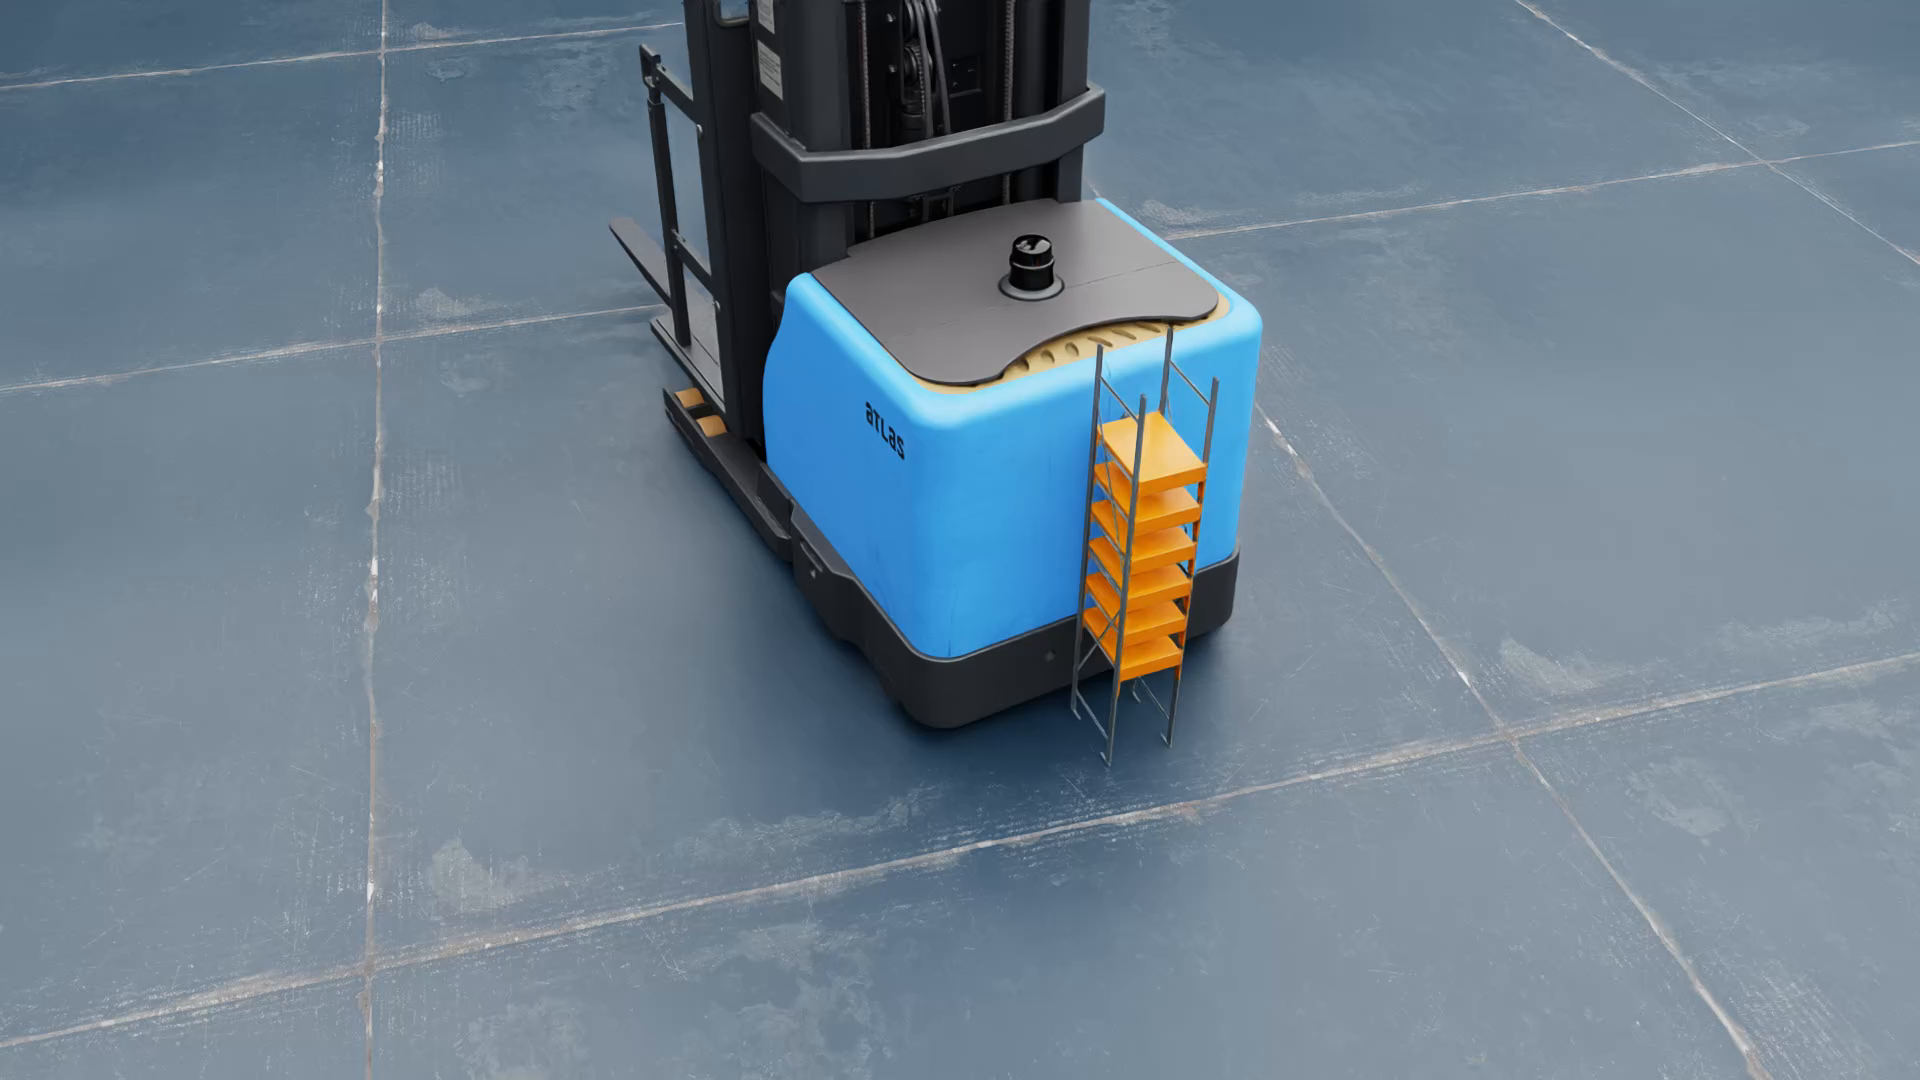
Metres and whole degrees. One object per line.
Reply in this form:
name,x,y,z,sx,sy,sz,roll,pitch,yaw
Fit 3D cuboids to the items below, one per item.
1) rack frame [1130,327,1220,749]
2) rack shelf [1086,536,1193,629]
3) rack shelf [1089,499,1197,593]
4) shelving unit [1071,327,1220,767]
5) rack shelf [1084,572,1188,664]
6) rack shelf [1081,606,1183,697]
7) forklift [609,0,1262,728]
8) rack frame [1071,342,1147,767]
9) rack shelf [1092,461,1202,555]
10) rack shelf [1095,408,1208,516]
rack frame,0.531,0.032,4.211,0.006,1.200,0.240,-14,42,-17
rack shelf,0.446,0.087,4.212,0.180,0.103,0.258,-14,42,-17
rack shelf,0.447,-0.005,4.136,0.180,0.103,0.258,-14,42,-17
shelving unit,0.446,0.053,4.184,0.189,1.200,0.258,-14,42,-17
rack shelf,0.445,0.180,4.289,0.180,0.103,0.258,-14,42,-17
rack shelf,0.443,0.272,4.365,0.180,0.103,0.258,-14,42,-17
forklift,-0.354,-1.536,4.846,1.130,2.935,3.031,-18,41,-22
rack frame,0.361,0.075,4.157,0.006,1.200,0.240,-14,42,-17
rack shelf,0.448,-0.097,4.059,0.180,0.103,0.258,-14,42,-17
rack shelf,0.449,-0.190,3.982,0.180,0.103,0.258,-14,42,-17
